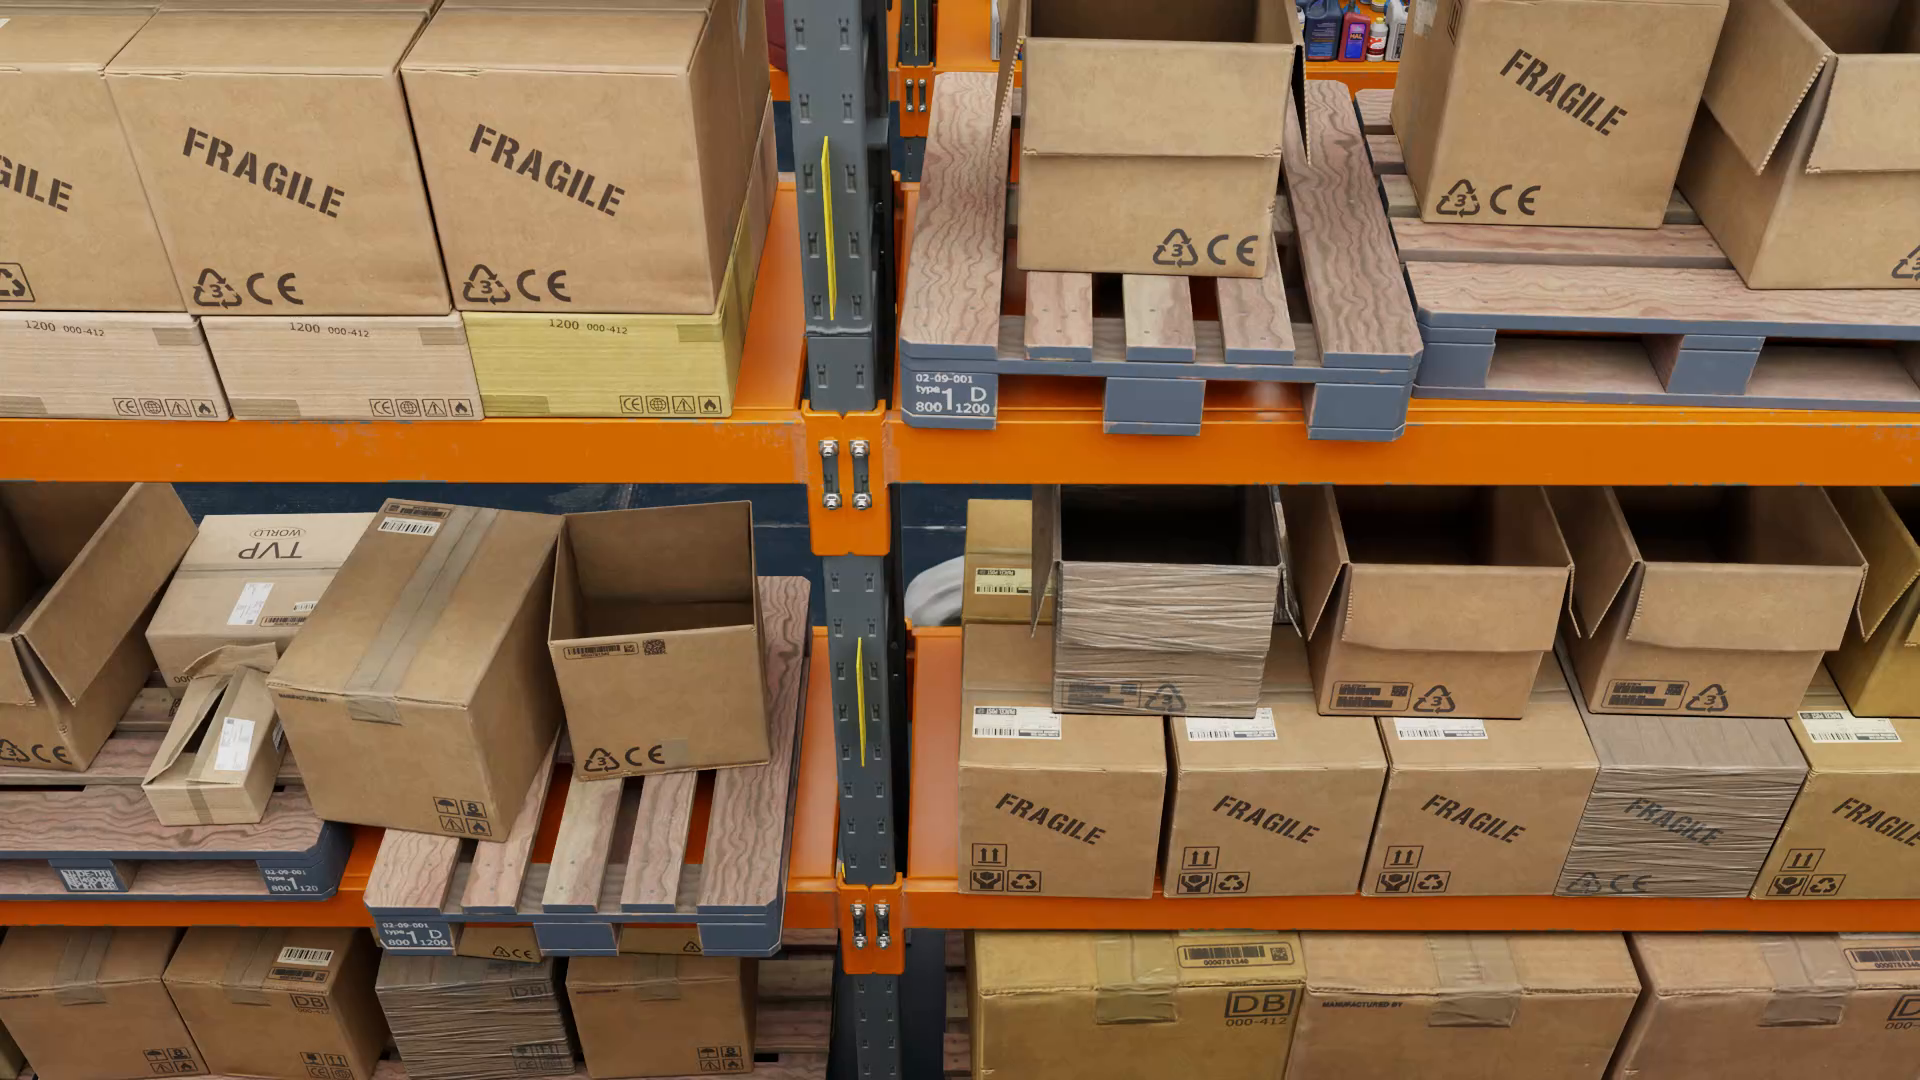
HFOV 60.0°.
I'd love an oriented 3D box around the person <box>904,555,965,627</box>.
[{"bbox_3d":[0.181,0.334,6.534,0.832,0.738,0.432,-1,40,-1],"label":"person"}]
